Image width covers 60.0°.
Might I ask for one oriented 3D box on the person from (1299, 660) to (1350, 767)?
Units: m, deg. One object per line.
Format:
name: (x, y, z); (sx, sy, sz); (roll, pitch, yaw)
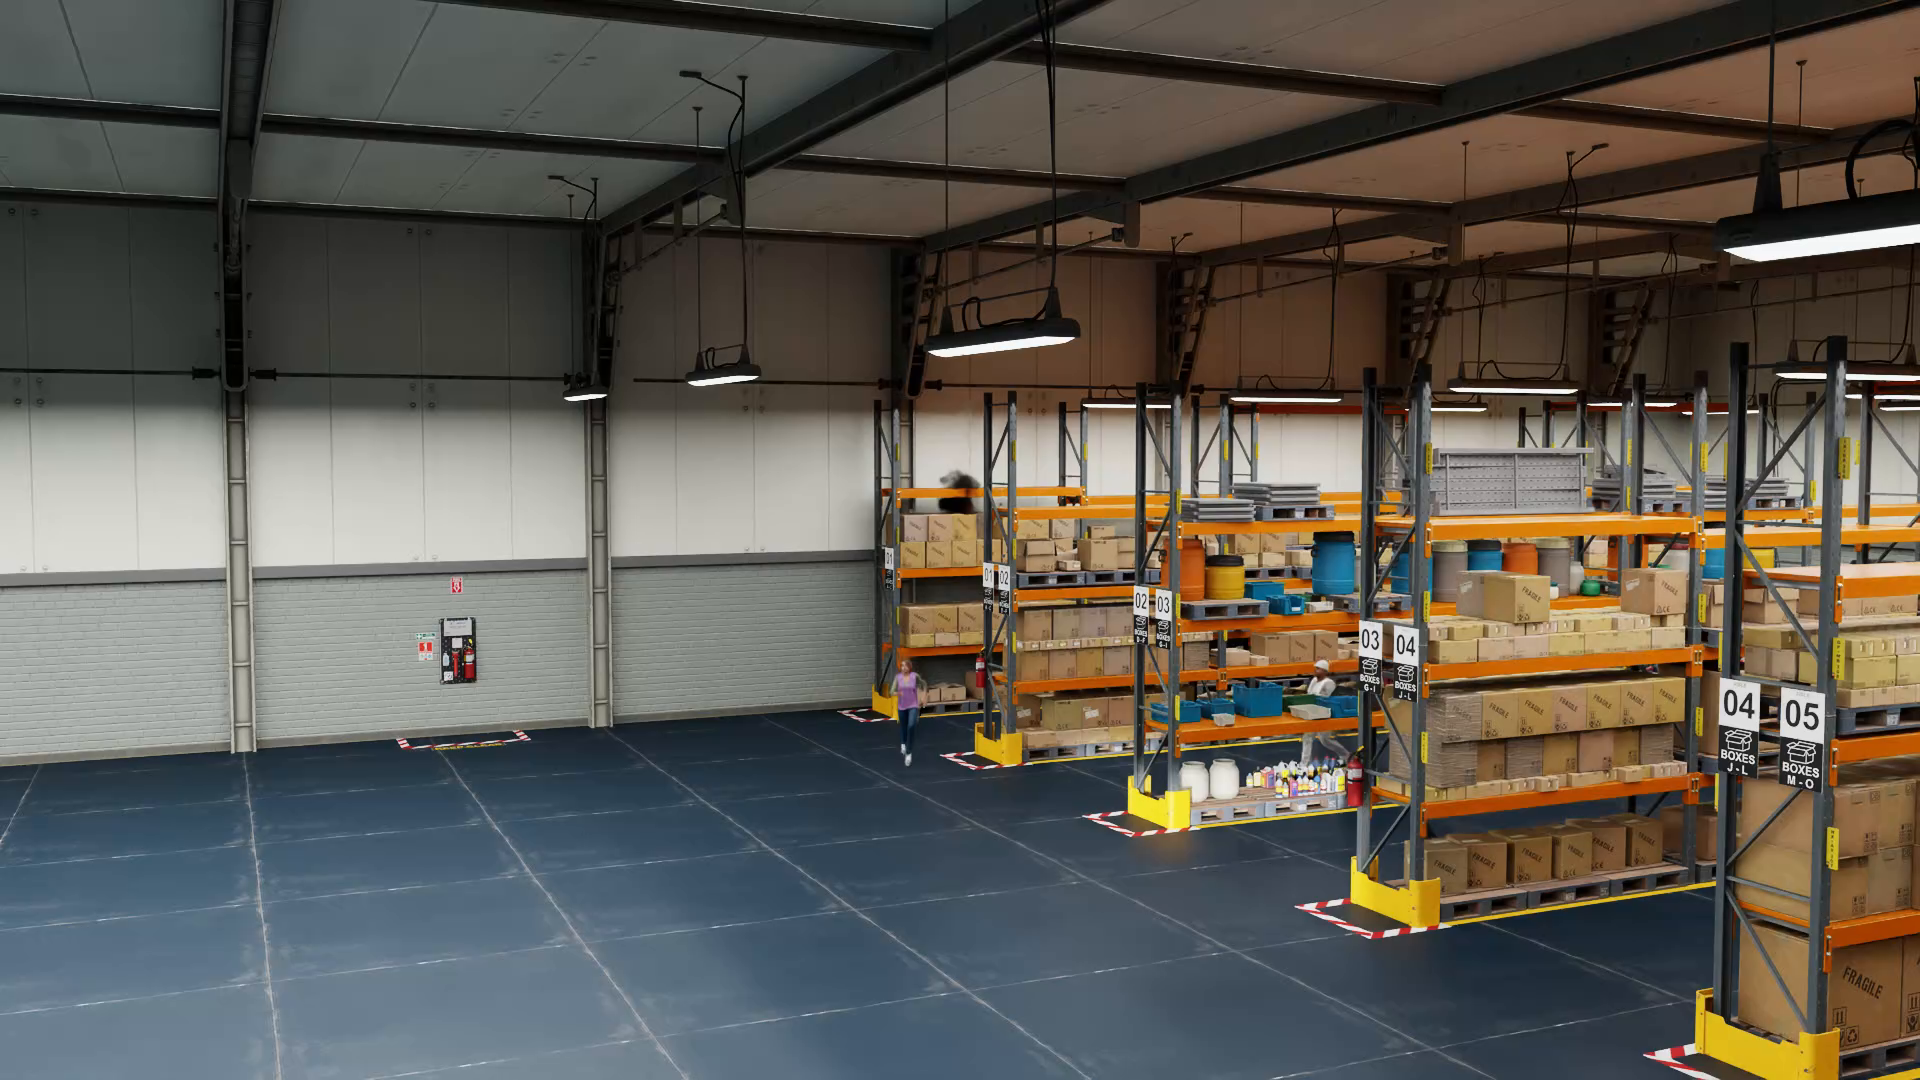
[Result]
person: (5.623, 2.749, 25.964); (0.989, 1.763, 0.693); (-1, 4, -21)

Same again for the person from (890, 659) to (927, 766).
person: (-0.807, 2.663, 26.104); (0.549, 1.629, 0.848); (0, 3, 8)

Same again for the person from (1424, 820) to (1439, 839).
person: (5.754, 3.138, 20.764); (0.592, 1.633, 0.561); (-2, 4, -32)
